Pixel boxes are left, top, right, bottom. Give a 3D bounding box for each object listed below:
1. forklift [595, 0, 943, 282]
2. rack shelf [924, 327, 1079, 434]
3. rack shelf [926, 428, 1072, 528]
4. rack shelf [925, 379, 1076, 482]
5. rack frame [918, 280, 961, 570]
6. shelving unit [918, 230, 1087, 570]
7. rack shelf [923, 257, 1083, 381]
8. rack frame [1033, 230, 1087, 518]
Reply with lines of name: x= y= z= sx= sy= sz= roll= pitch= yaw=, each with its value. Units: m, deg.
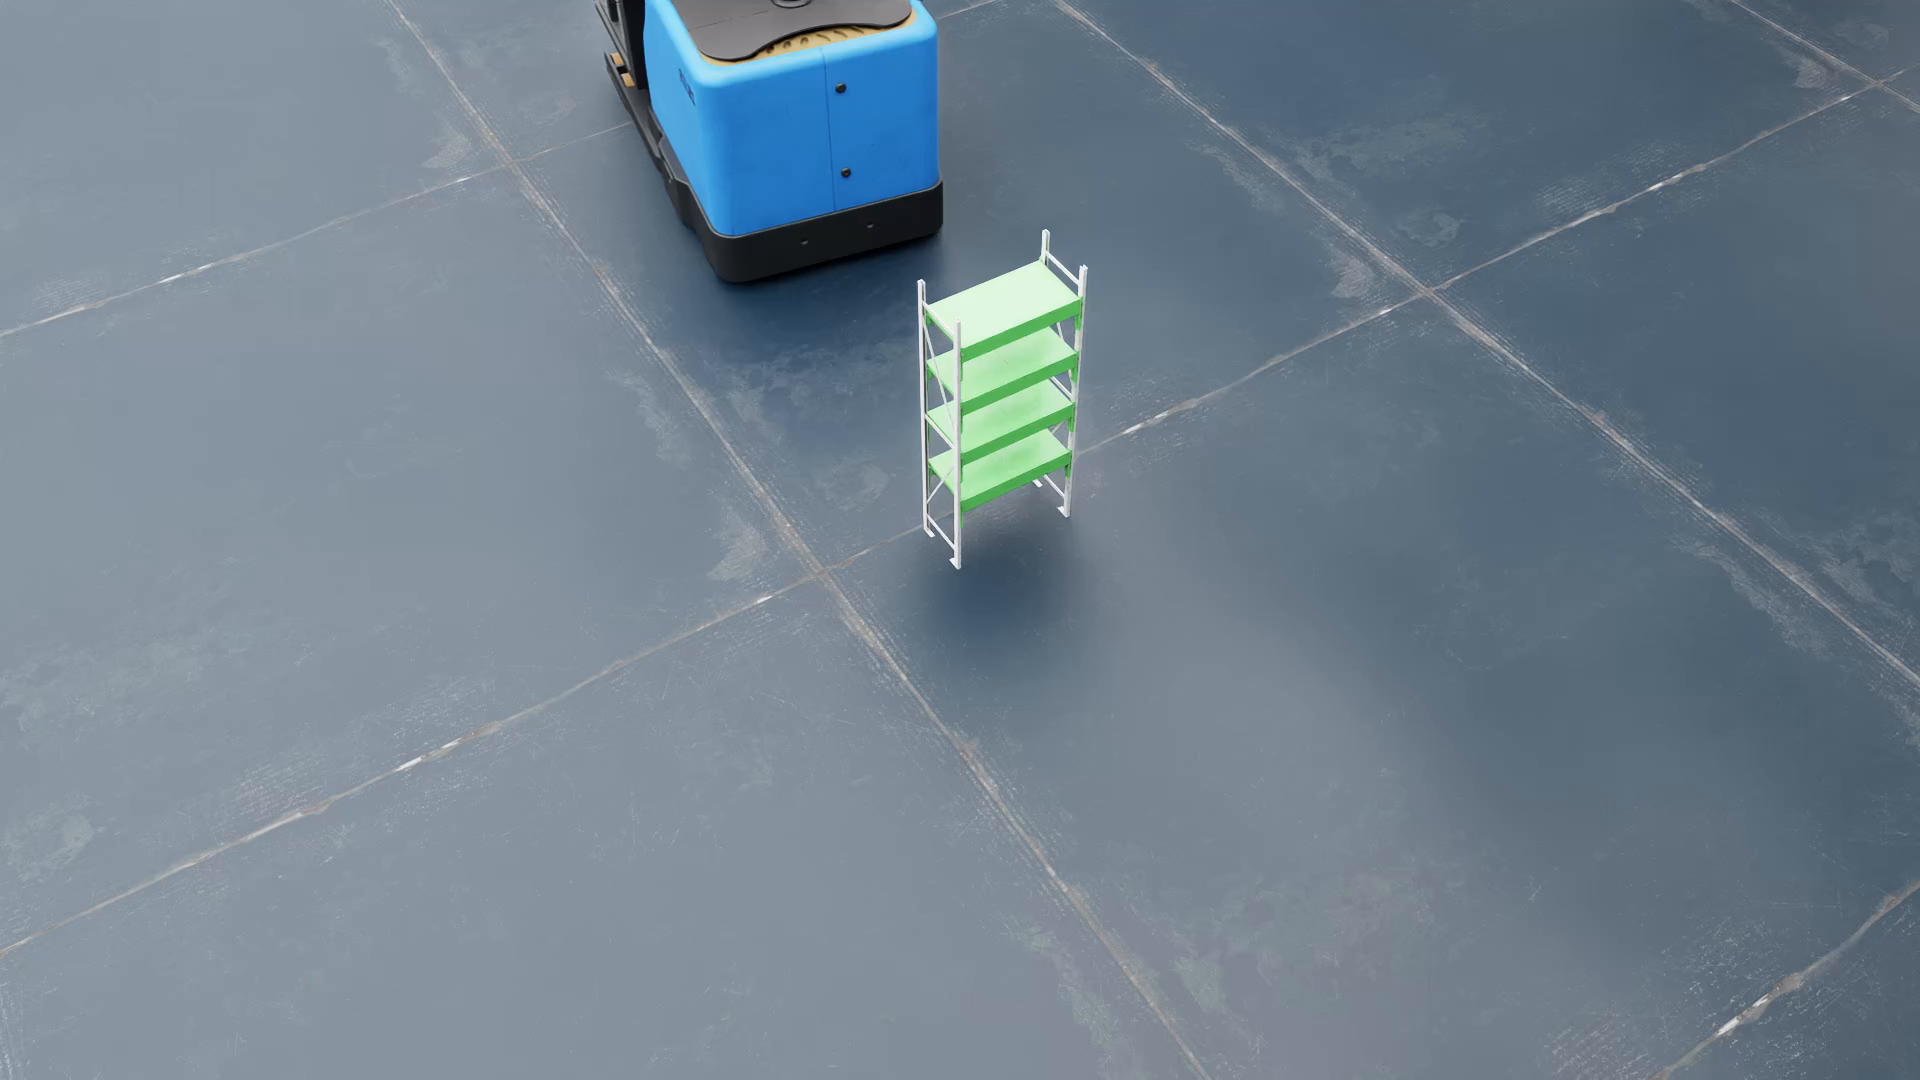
forklift: x=-1.105 y=-3.202 z=7.139 sx=1.130 sy=2.935 sz=3.031 roll=-17 pitch=51 yaw=-15
rack shelf: x=0.140 y=-0.582 z=5.729 sx=0.480 sy=0.148 sz=0.258 roll=-25 pitch=53 yaw=-21
rack shelf: x=0.140 y=-0.263 z=6.088 sx=0.480 sy=0.148 sz=0.258 roll=-25 pitch=53 yaw=-21
rack shelf: x=0.140 y=-0.422 z=5.908 sx=0.480 sy=0.148 sz=0.258 roll=-25 pitch=53 yaw=-21
rack frame: x=-0.066 y=-0.368 z=5.774 sx=0.015 sy=1.200 sz=0.240 roll=-25 pitch=53 yaw=-21
shelving unit: x=0.140 y=-0.465 z=5.861 sx=0.503 sy=1.200 sz=0.258 roll=-25 pitch=53 yaw=-21
rack shelf: x=0.140 y=-0.742 z=5.550 sx=0.480 sy=0.148 sz=0.258 roll=-25 pitch=53 yaw=-21
rack frame: x=0.346 y=-0.562 z=5.947 sx=0.015 sy=1.200 sz=0.240 roll=-25 pitch=53 yaw=-21
